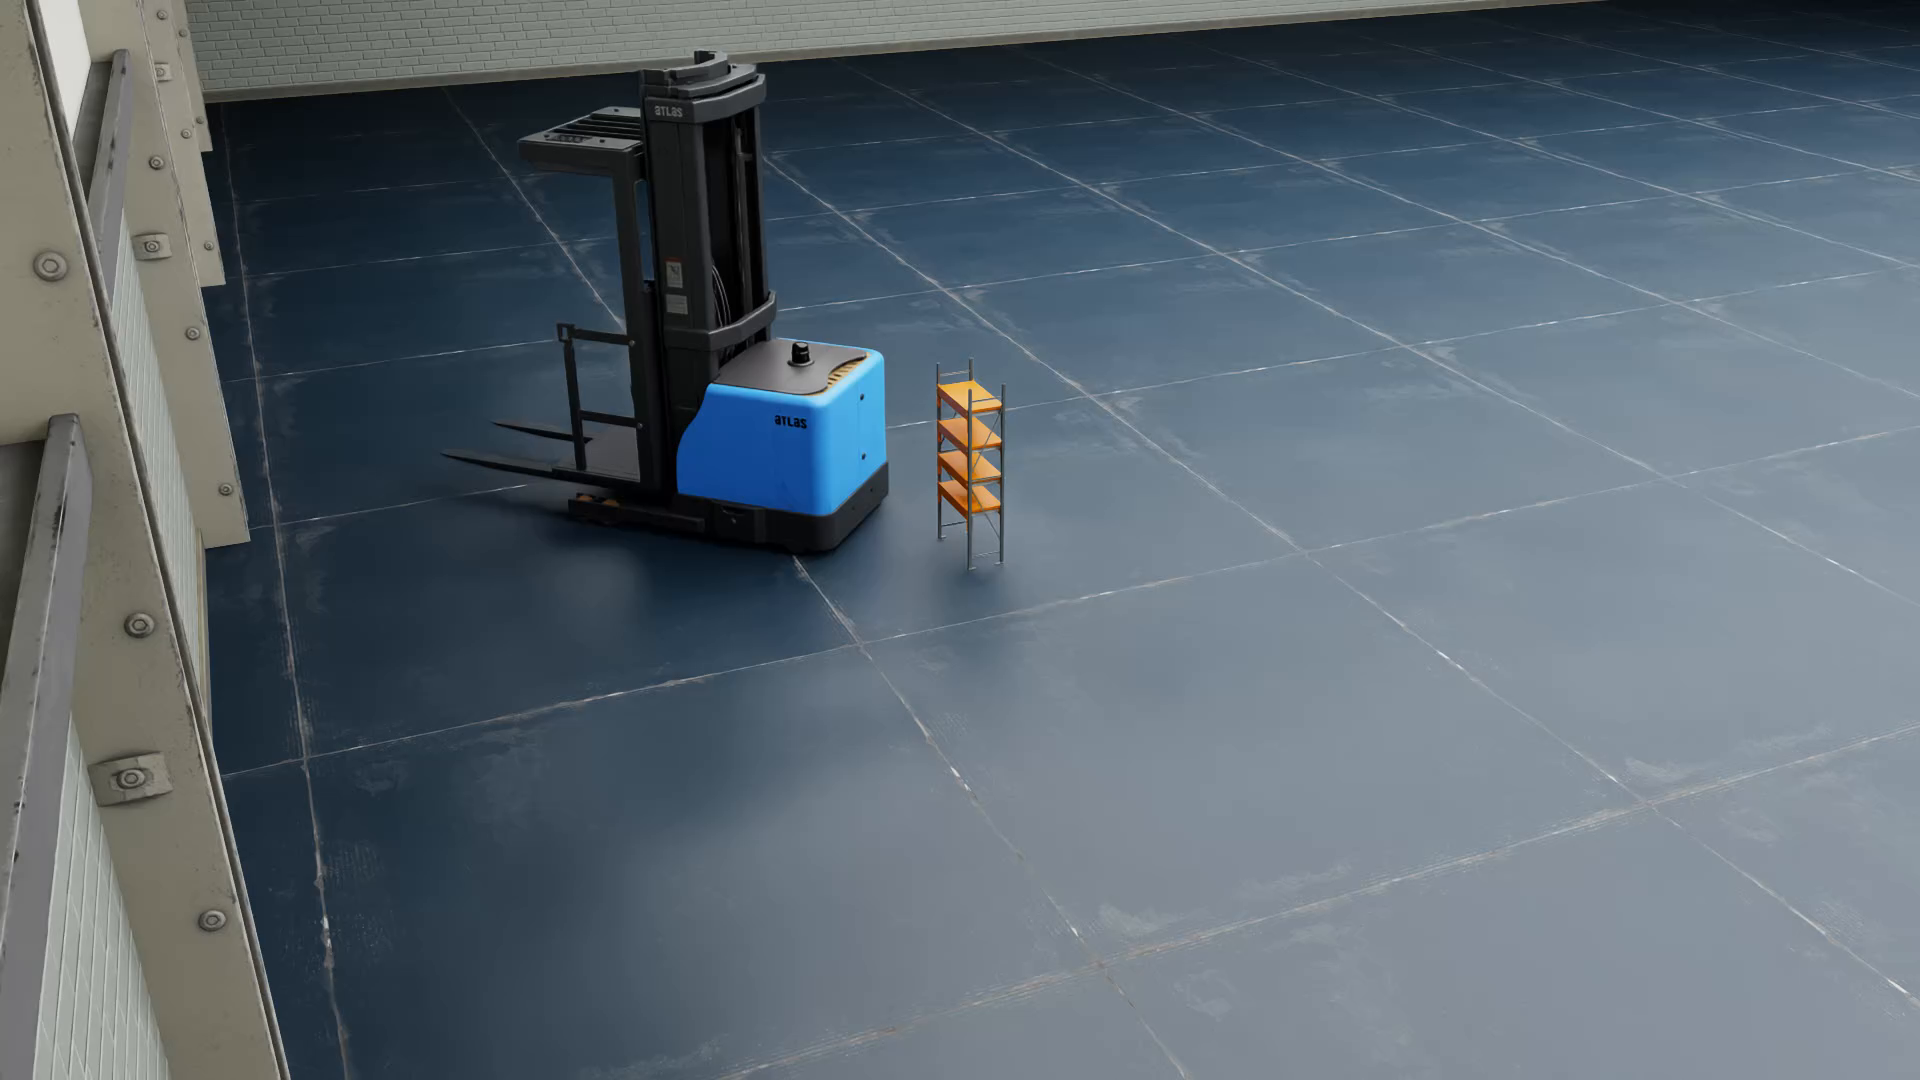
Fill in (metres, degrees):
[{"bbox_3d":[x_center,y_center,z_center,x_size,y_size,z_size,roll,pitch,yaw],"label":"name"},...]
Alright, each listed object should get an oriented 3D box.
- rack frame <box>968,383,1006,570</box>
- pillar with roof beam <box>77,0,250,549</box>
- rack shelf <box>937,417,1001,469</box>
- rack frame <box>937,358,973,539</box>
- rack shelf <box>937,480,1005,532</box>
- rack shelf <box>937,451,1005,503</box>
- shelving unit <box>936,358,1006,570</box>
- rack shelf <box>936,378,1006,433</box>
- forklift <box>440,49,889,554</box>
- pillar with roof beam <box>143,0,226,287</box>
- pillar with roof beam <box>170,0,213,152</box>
[{"bbox_3d":[0.160,-0.374,10.148,0.240,1.200,0.015,-11,28,-21],"label":"rack frame"},{"bbox_3d":[-0.839,-4.828,10.382,9.100,9.000,0.400,-11,28,-21],"label":"pillar with roof beam"},{"bbox_3d":[0.065,-0.613,10.281,0.258,0.148,0.480,-11,28,-21],"label":"rack shelf"},{"bbox_3d":[-0.031,-0.571,10.552,0.240,1.200,0.015,-11,28,-21],"label":"rack frame"},{"bbox_3d":[0.065,-0.233,10.467,0.258,0.148,0.480,-11,28,-21],"label":"rack shelf"},{"bbox_3d":[0.065,-0.412,10.379,0.258,0.148,0.480,-11,28,-21],"label":"rack shelf"},{"bbox_3d":[0.065,-0.472,10.350,0.258,1.200,0.503,-11,28,-21],"label":"shelving unit"},{"bbox_3d":[0.065,-0.825,10.177,0.258,0.148,0.480,-11,28,-21],"label":"rack shelf"},{"bbox_3d":[-2.052,-1.619,10.725,3.031,2.935,1.130,9,28,18],"label":"forklift"},{"bbox_3d":[-3.188,-7.250,15.343,9.100,9.000,0.400,-11,28,-21],"label":"pillar with roof beam"},{"bbox_3d":[-5.538,-9.672,20.304,9.100,9.000,0.400,-11,28,-21],"label":"pillar with roof beam"}]
